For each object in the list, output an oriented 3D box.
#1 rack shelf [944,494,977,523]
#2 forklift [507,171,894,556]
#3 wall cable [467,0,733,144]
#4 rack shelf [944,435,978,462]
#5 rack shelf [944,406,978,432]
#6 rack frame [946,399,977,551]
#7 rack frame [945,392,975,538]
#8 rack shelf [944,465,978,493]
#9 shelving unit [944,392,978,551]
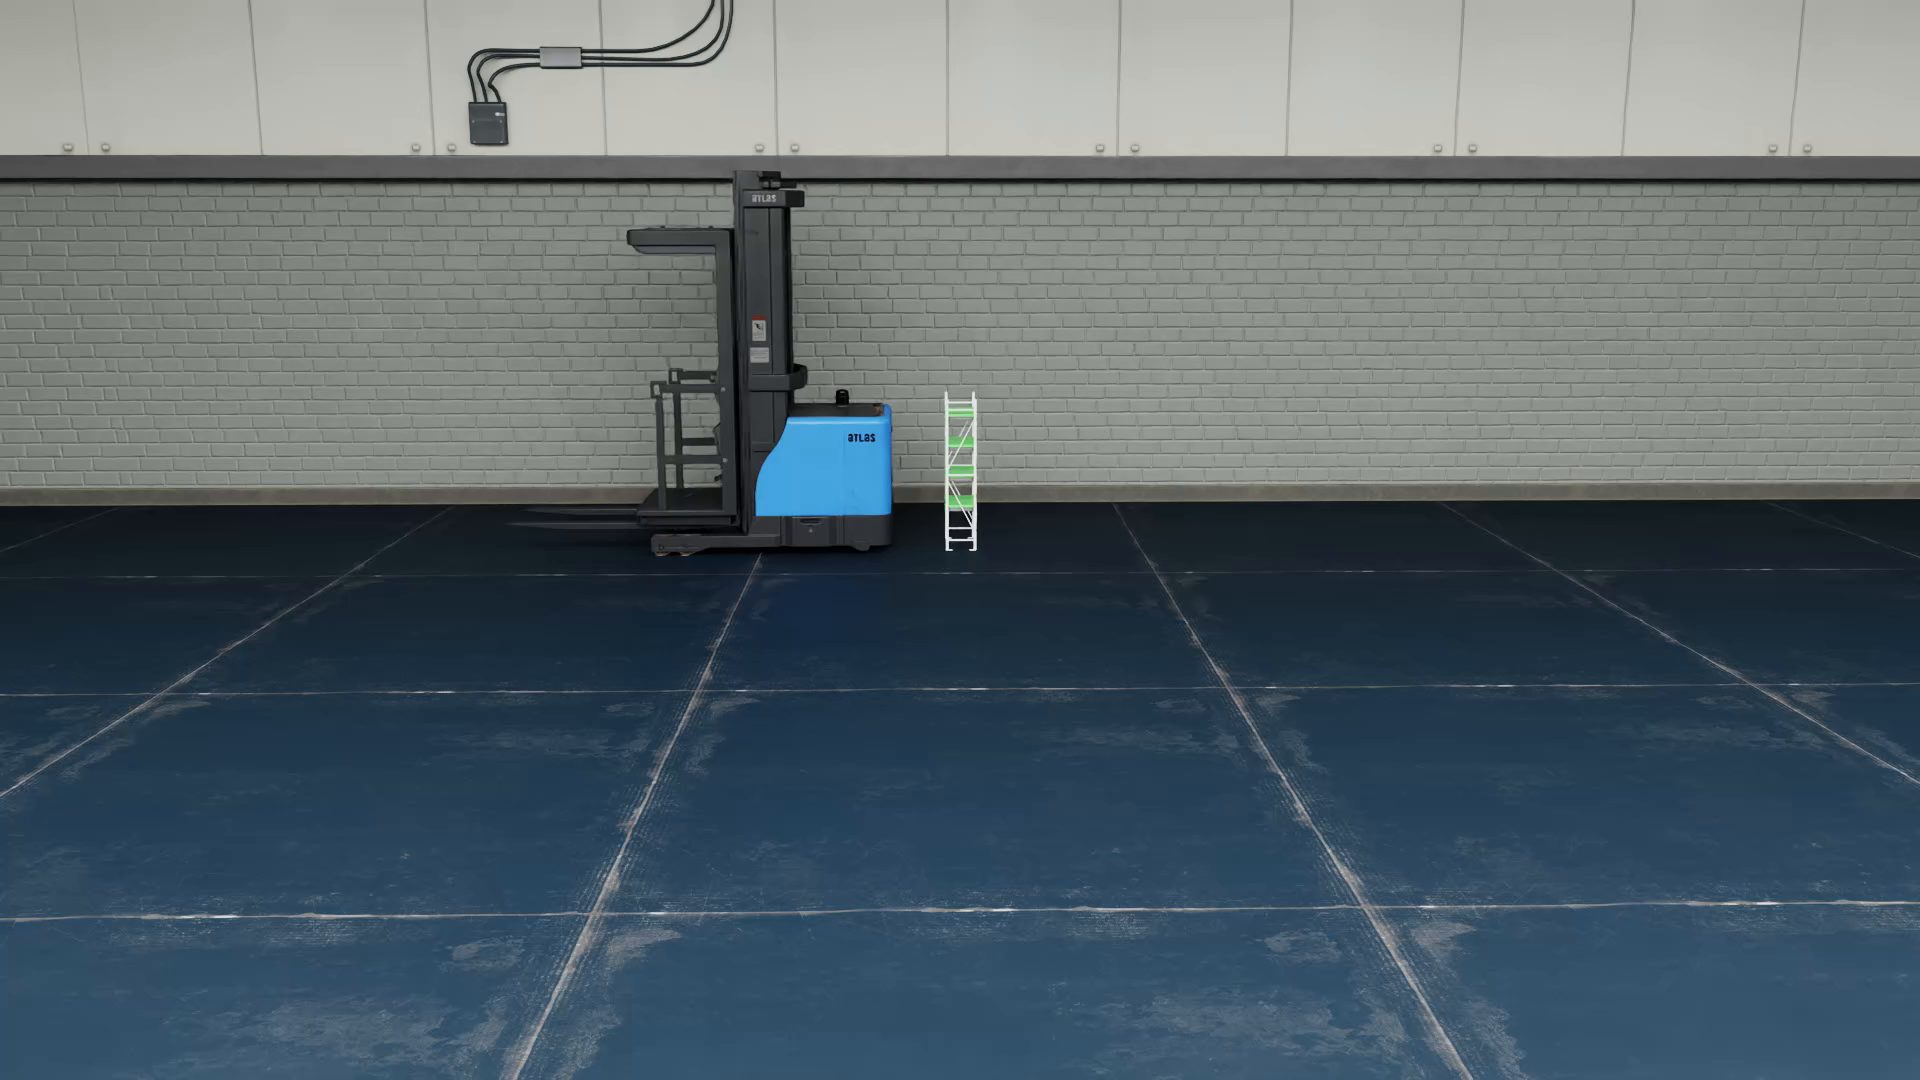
[{"bbox_3d":[0.003,-0.257,13.338,0.258,0.148,0.480,0,11,-1],"label":"rack shelf"},{"bbox_3d":[-2.054,-1.418,13.175,3.031,2.935,1.130,0,11,-2],"label":"forklift"},{"bbox_3d":[-3.105,-6.400,13.918,2.305,6.003,0.169,0,11,-1],"label":"wall cable"},{"bbox_3d":[0.003,-0.728,13.243,0.258,0.148,0.480,0,11,-1],"label":"rack shelf"},{"bbox_3d":[0.003,-0.963,13.195,0.258,0.148,0.480,0,11,-1],"label":"rack shelf"},{"bbox_3d":[0.008,-0.507,13.039,0.240,1.200,0.015,0,11,-1],"label":"rack frame"},{"bbox_3d":[-0.002,-0.604,13.517,0.240,1.200,0.015,0,11,-1],"label":"rack frame"},{"bbox_3d":[0.003,-0.492,13.290,0.258,0.148,0.480,0,11,-1],"label":"rack shelf"},{"bbox_3d":[0.003,-0.555,13.278,0.258,1.200,0.503,0,11,-1],"label":"shelving unit"}]
